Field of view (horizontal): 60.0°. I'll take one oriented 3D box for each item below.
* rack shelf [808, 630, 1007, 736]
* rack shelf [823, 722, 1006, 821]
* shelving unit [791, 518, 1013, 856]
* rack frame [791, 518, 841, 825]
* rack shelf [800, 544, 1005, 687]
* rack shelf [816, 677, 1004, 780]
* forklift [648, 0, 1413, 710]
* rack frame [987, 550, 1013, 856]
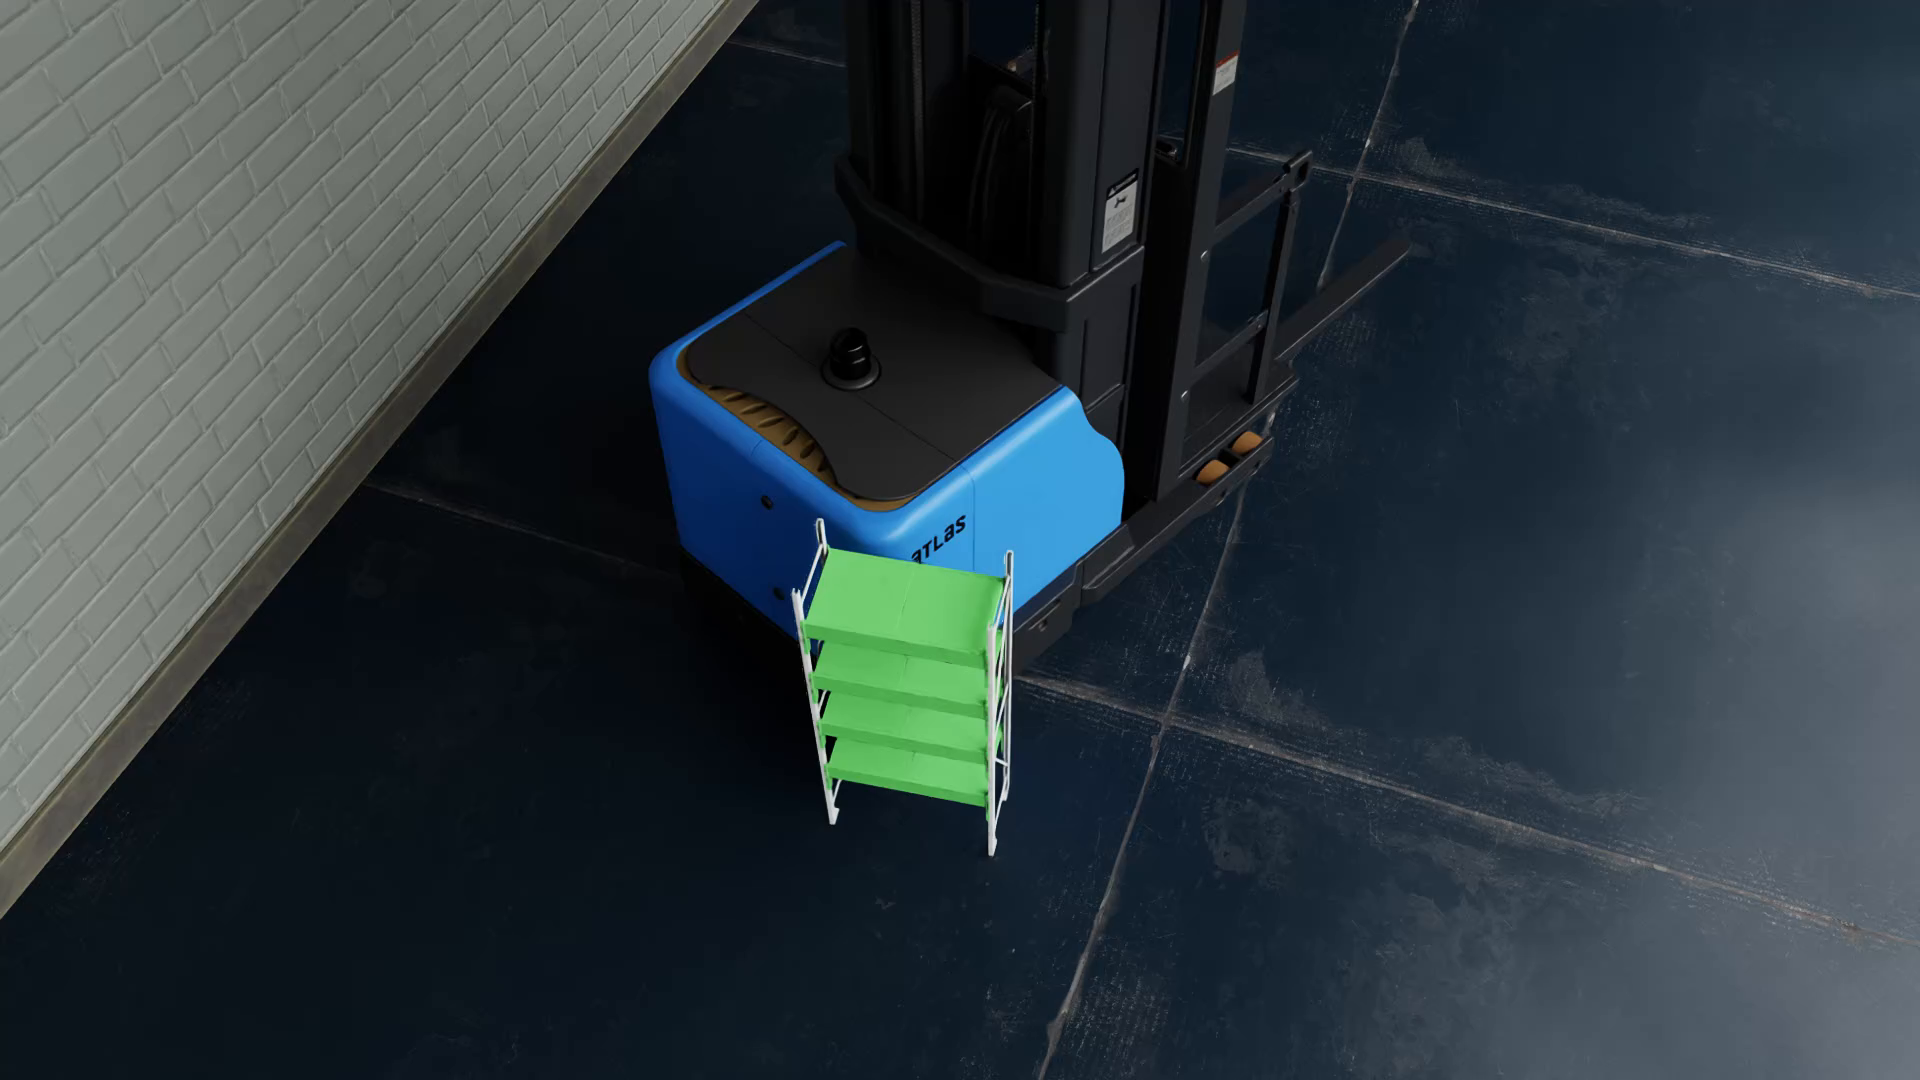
[{"bbox_3d":[-0.133,0.335,4.422,0.480,0.148,0.258,10,54,8],"label":"rack shelf"},{"bbox_3d":[-0.125,0.625,4.805,0.480,0.148,0.258,10,54,8],"label":"rack shelf"},{"bbox_3d":[-0.130,0.441,4.562,0.503,1.200,0.258,10,54,8],"label":"shelving unit"},{"bbox_3d":[-0.368,0.401,4.597,0.015,1.200,0.240,10,54,8],"label":"rack frame"},{"bbox_3d":[-0.137,0.191,4.230,0.480,0.148,0.258,10,54,8],"label":"rack shelf"},{"bbox_3d":[-0.129,0.480,4.613,0.480,0.148,0.258,10,54,8],"label":"rack shelf"},{"bbox_3d":[0.467,-1.321,4.956,1.130,2.935,3.031,36,58,27],"label":"forklift"},{"bbox_3d":[0.108,0.482,4.527,0.015,1.200,0.240,10,54,8],"label":"rack frame"}]
